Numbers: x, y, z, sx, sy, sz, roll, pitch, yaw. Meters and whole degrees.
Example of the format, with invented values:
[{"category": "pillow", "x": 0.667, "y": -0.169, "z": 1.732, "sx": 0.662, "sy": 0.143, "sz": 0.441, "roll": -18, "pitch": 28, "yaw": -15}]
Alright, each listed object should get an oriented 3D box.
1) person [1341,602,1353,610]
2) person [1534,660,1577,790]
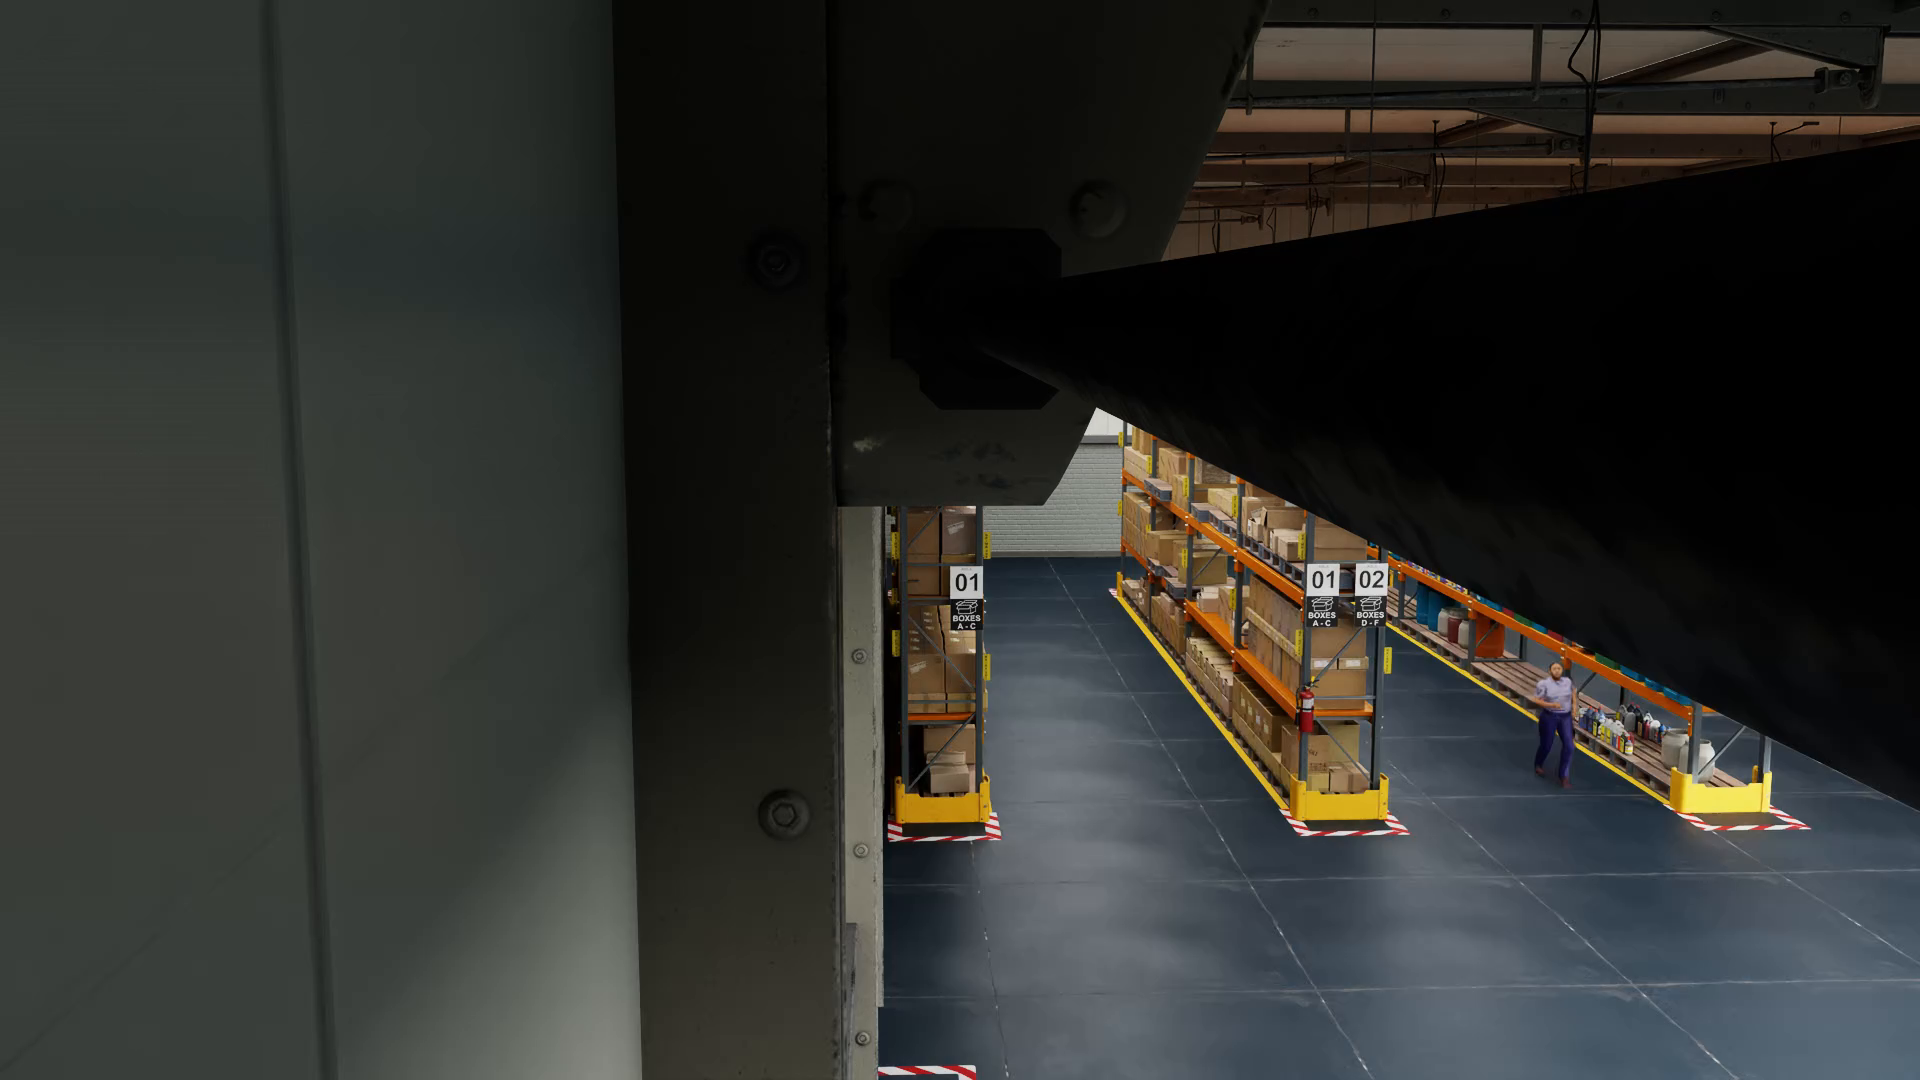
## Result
[{"category": "person", "x": 7.076, "y": 1.103, "z": 31.125, "sx": 0.670, "sy": 1.764, "sz": 0.953, "roll": -1, "pitch": 8, "yaw": -4}, {"category": "person", "x": 7.944, "y": 2.442, "z": 22.177, "sx": 0.608, "sy": 1.675, "sz": 0.802, "roll": 0, "pitch": 8, "yaw": 3}]
